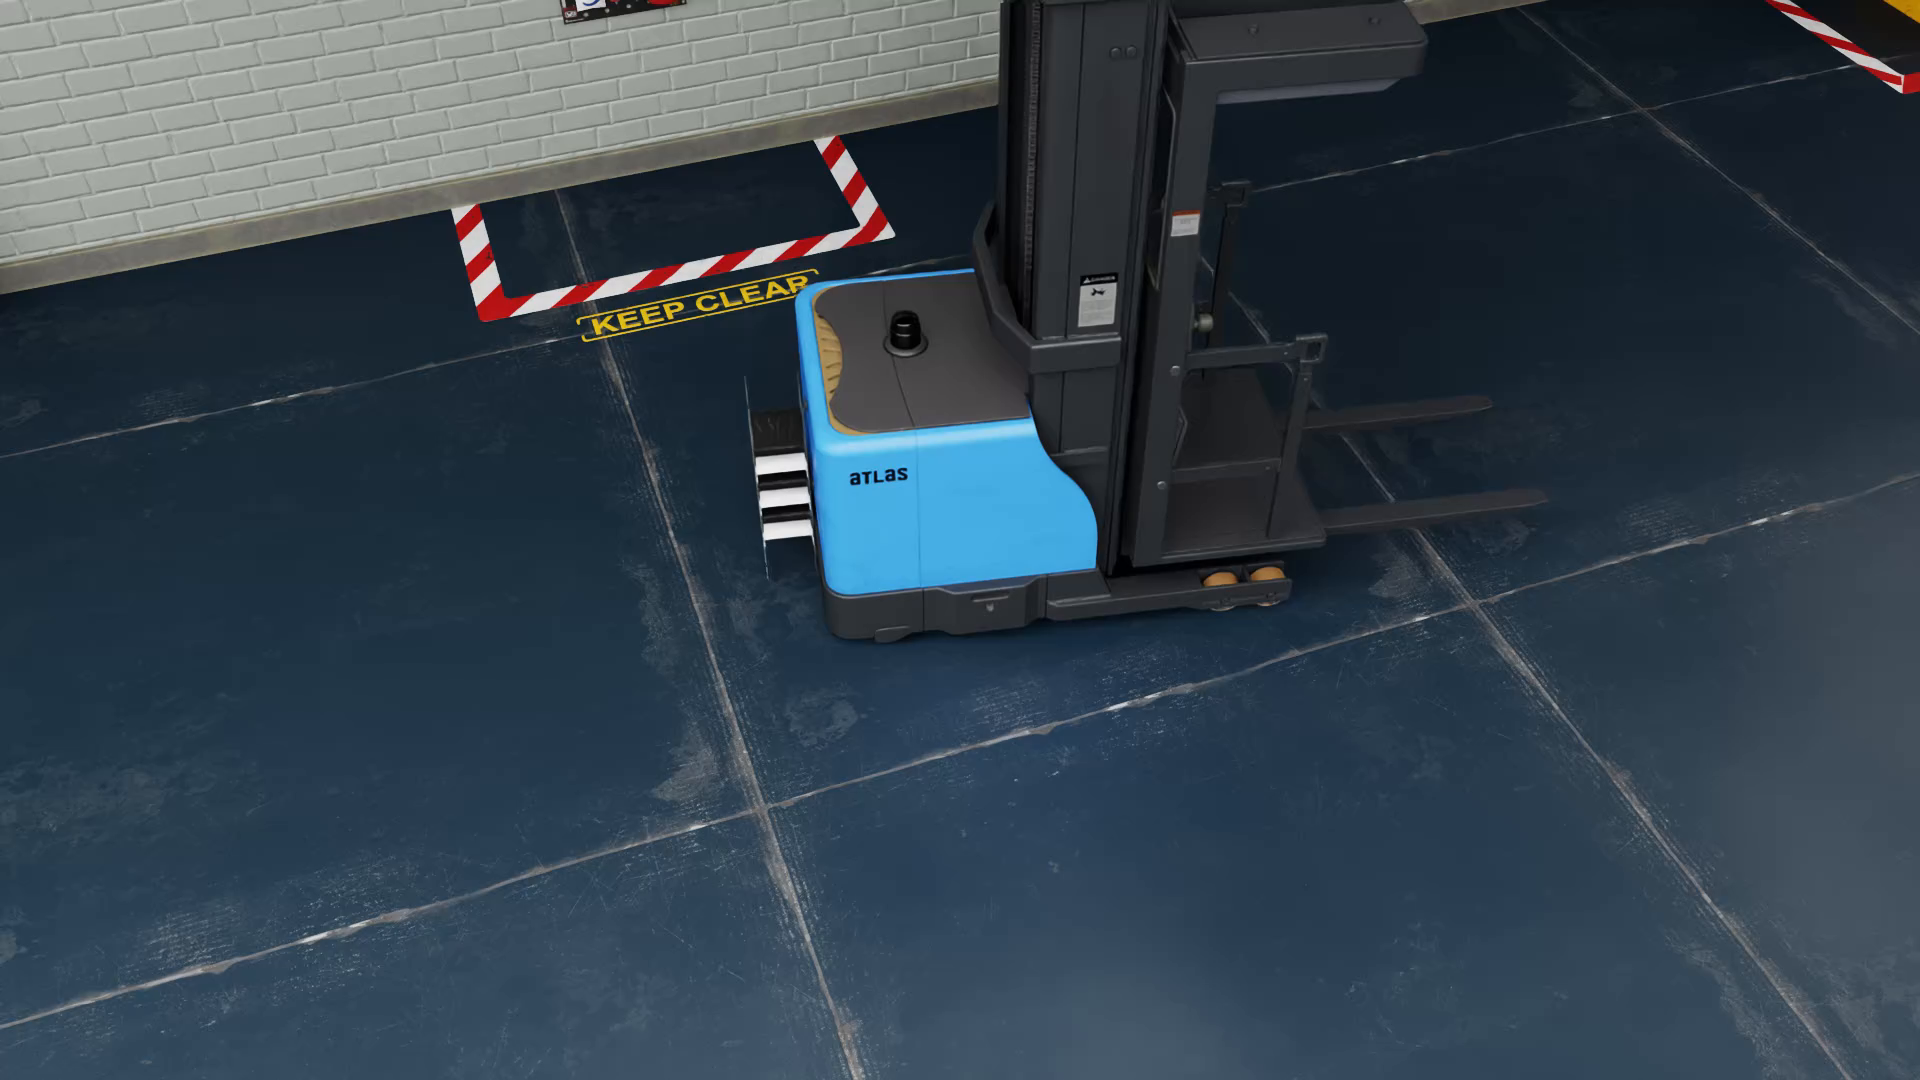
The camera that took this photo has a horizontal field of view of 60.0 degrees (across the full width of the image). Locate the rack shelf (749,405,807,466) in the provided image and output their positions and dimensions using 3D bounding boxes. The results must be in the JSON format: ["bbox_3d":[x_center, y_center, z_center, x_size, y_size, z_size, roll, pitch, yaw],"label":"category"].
[{"bbox_3d":[-0.713,-0.412,6.500,0.200,0.077,0.258,-6,45,-6],"label":"rack shelf"}]

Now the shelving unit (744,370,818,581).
[{"bbox_3d":[-0.713,-0.245,6.668,0.210,0.900,0.258,-6,45,-6],"label":"shelving unit"}]

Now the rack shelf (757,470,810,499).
[{"bbox_3d":[-0.713,-0.285,6.628,0.200,0.077,0.258,-6,45,-6],"label":"rack shelf"}]

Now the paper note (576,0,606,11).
[{"bbox_3d":[-1.843,-2.712,8.266,0.142,0.148,0.016,-14,47,-14],"label":"paper note"}]

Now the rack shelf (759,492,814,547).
[{"bbox_3d":[-0.713,-0.094,6.819,0.200,0.077,0.258,-6,45,-6],"label":"rack shelf"}]

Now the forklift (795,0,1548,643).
[{"bbox_3d":[0.899,-1.111,6.097,3.031,2.935,1.130,-6,45,-6],"label":"forklift"}]

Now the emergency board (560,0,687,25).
[{"bbox_3d":[-1.653,-3.019,7.951,0.643,1.169,0.194,-14,47,-14],"label":"emergency board"}]

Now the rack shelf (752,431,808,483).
[{"bbox_3d":[-0.713,-0.348,6.564,0.200,0.077,0.258,-6,45,-6],"label":"rack shelf"}]

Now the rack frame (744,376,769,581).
[{"bbox_3d":[-0.813,-0.234,6.657,0.006,0.900,0.240,-6,45,-6],"label":"rack frame"}]

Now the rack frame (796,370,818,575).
[{"bbox_3d":[-0.613,-0.256,6.679,0.006,0.900,0.240,-6,45,-6],"label":"rack frame"}]

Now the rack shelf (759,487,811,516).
[{"bbox_3d":[-0.713,-0.221,6.691,0.200,0.077,0.258,-6,45,-6],"label":"rack shelf"}]

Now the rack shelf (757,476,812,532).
[{"bbox_3d":[-0.713,-0.157,6.755,0.200,0.077,0.258,-6,45,-6],"label":"rack shelf"}]
